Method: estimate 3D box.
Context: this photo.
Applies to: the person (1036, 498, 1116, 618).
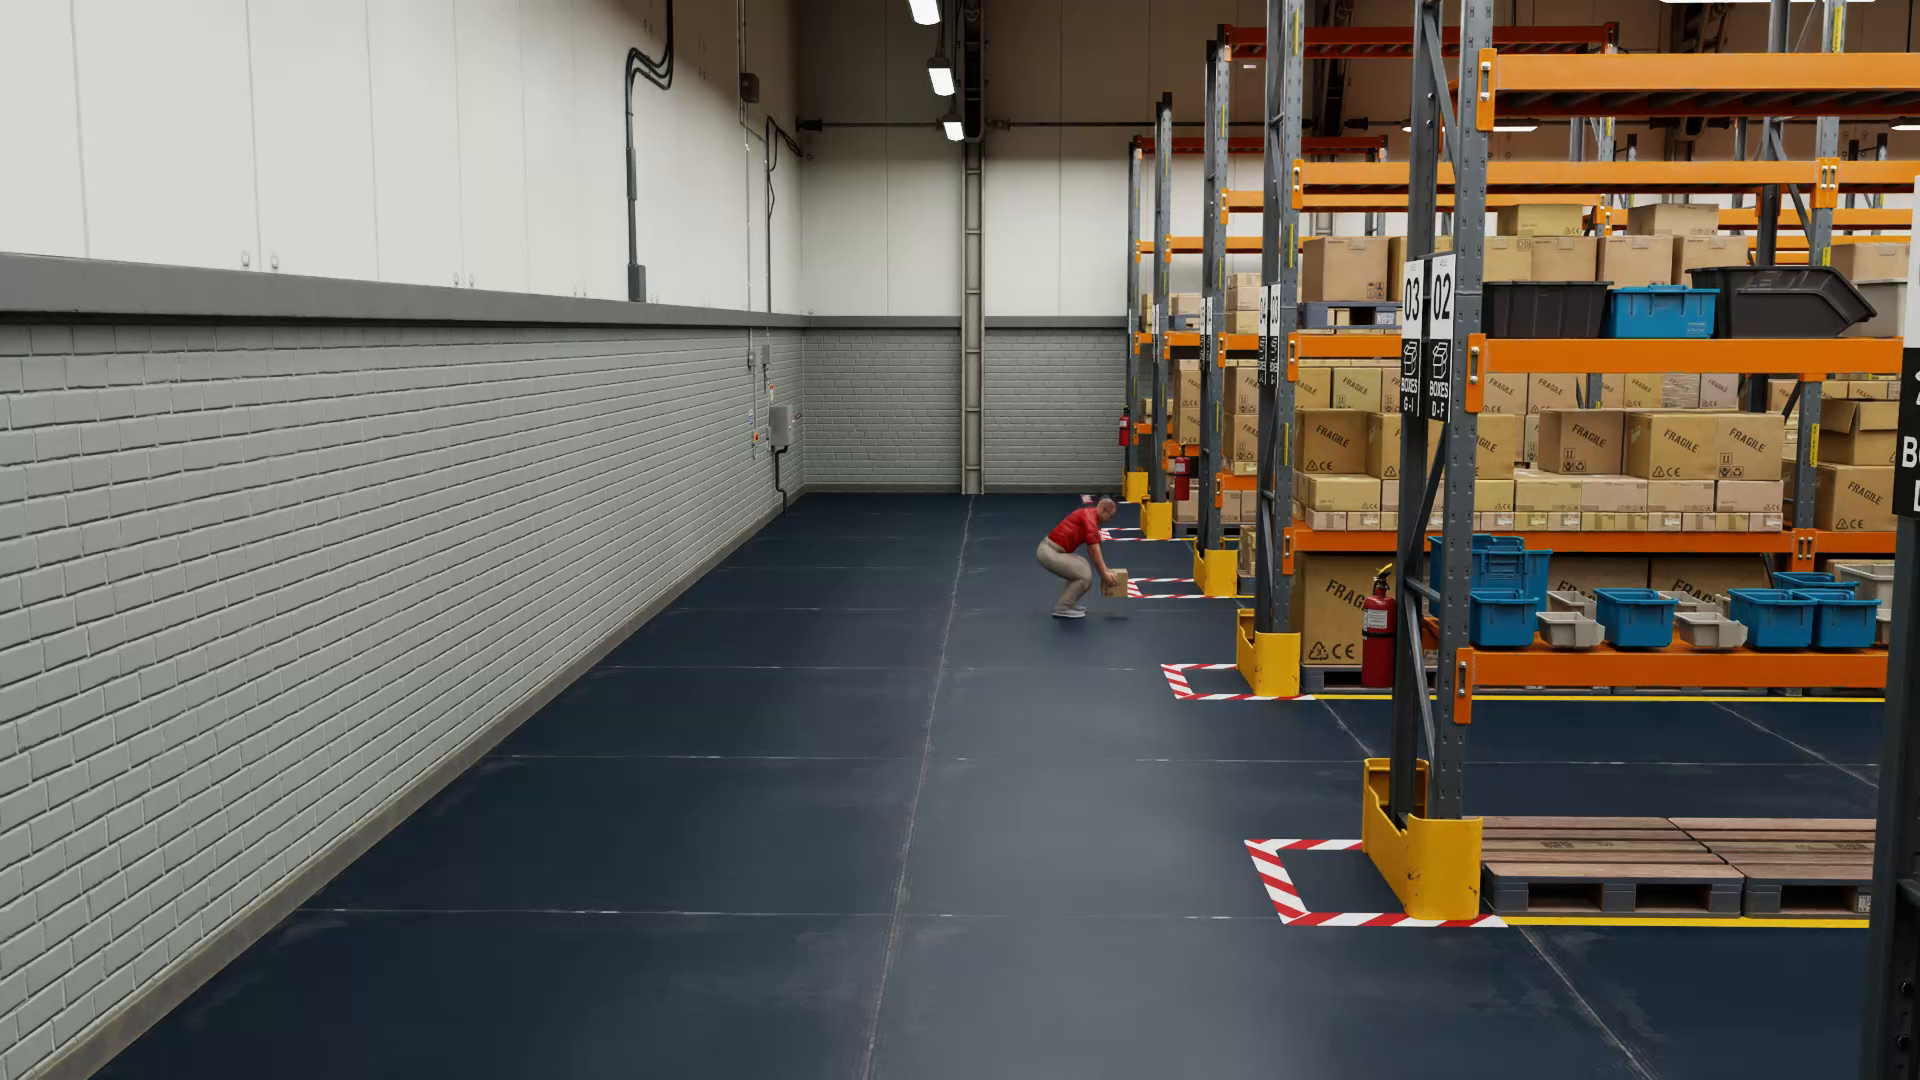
[{"bbox_3d":[1.166,0.167,16.718,0.805,1.181,0.579,0,7,1],"label":"person"}]
